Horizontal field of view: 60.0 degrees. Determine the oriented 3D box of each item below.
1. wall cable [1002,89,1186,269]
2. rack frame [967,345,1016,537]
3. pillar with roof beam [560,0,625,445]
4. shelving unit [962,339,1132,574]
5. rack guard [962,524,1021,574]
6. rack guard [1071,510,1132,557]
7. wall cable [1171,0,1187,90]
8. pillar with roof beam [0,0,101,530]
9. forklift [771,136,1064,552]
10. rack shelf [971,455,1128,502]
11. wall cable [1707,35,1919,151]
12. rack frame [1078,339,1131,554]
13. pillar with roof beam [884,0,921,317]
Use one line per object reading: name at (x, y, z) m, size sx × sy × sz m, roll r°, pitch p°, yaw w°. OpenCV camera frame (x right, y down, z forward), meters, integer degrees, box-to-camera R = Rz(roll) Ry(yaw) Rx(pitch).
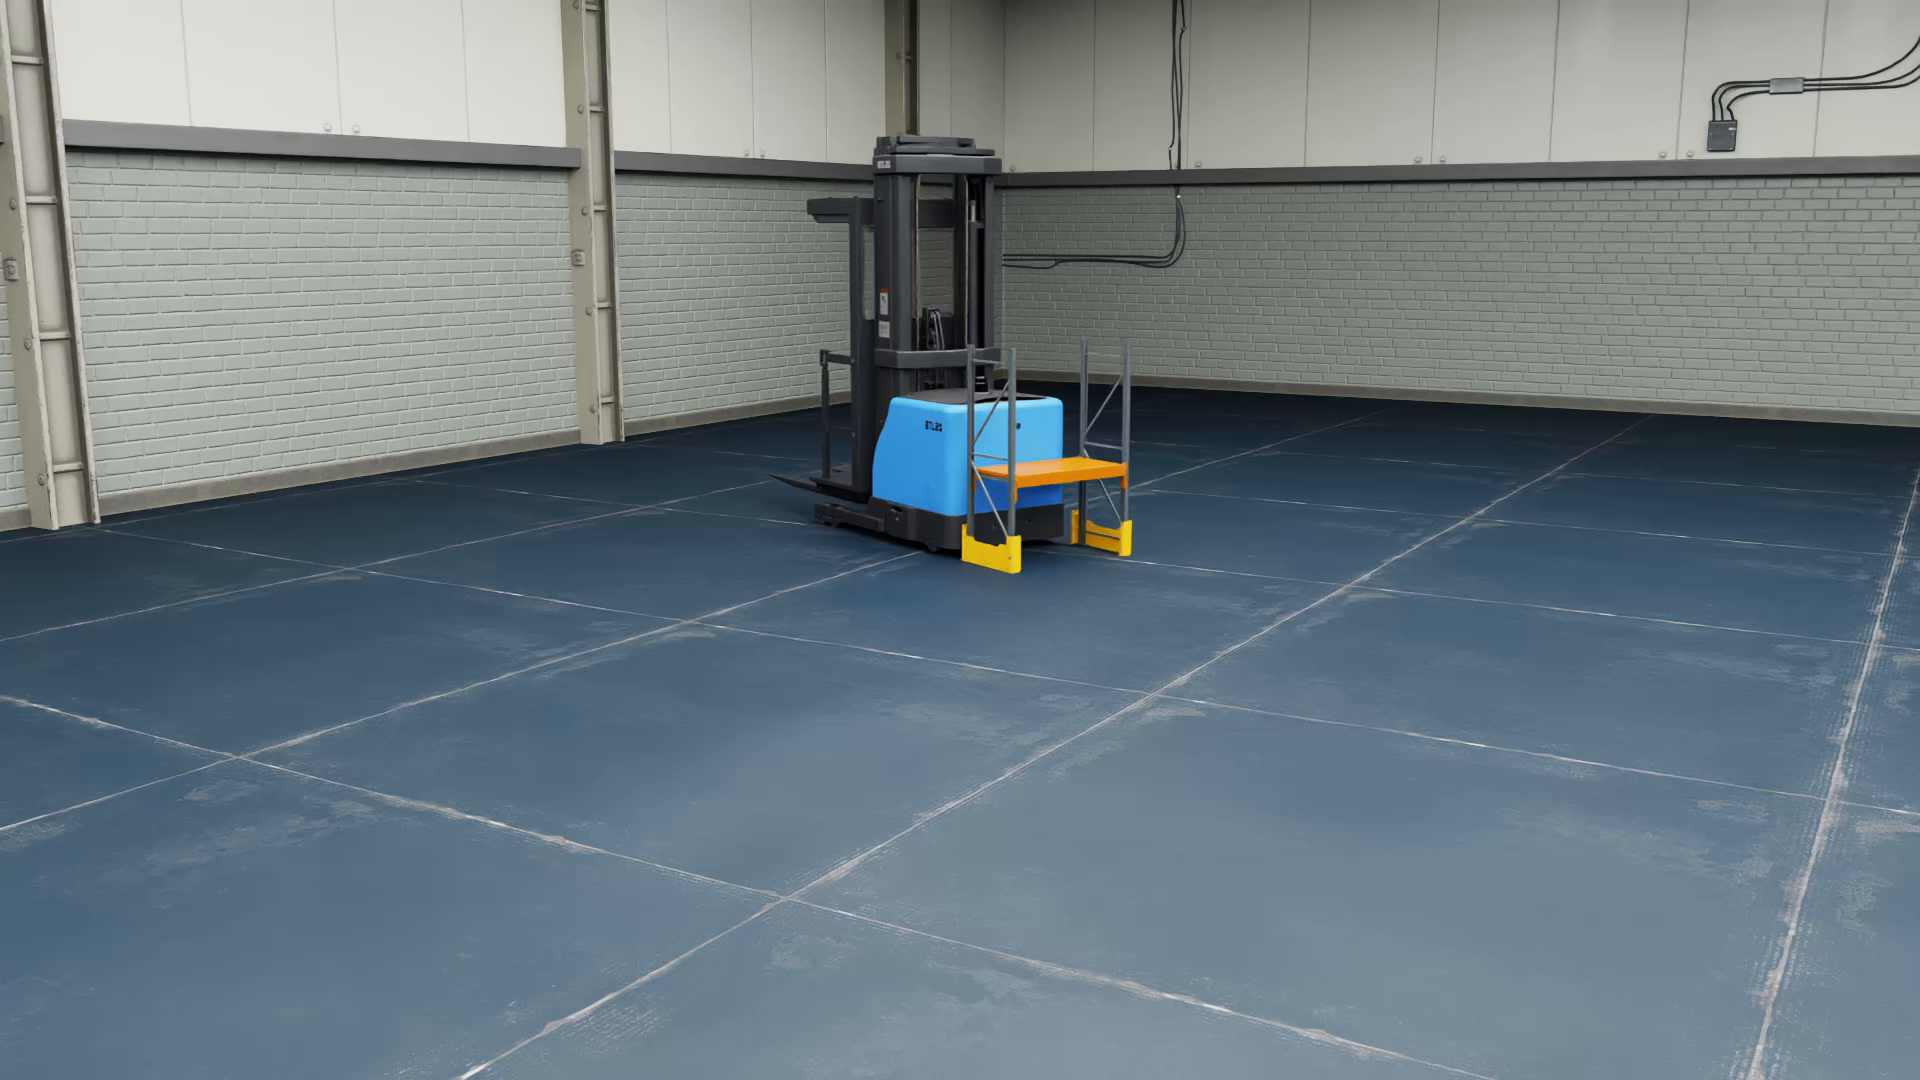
wall cable at (1.885, -5.244, 24.363) m, size 3.097 × 2.526 × 0.112 m, roll 6°, pitch 12°, yaw 31°
rack frame at (0.209, -0.557, 11.269) m, size 0.032 × 1.500 × 0.500 m, roll -8°, pitch 13°, yaw -36°
pillar with roof beam at (-0.211, -5.078, 15.040) m, size 9.100 × 9.000 × 0.400 m, roll 6°, pitch 12°, yaw 31°
shelving unit at (0.611, -0.612, 11.560) m, size 1.083 × 1.500 × 0.587 m, roll -8°, pitch 13°, yaw -36°
rack guard at (0.210, 0.057, 11.385) m, size 0.087 × 0.250 × 0.587 m, roll -8°, pitch 13°, yaw -36°
rack guard at (1.012, -0.052, 11.965) m, size 0.087 × 0.250 × 0.587 m, roll -8°, pitch 13°, yaw -36°
wall cable at (4.197, -7.468, 22.518) m, size 3.097 × 2.526 × 0.112 m, roll 6°, pitch 12°, yaw 31°
pillar with roof beam at (-3.326, -4.135, 10.000) m, size 9.100 × 9.000 × 0.400 m, roll 6°, pitch 12°, yaw 31°
forklift at (-0.483, -1.580, 12.842) m, size 1.130 × 2.935 × 3.031 m, roll -7°, pitch 13°, yaw -34°
rack shelf at (0.618, -0.436, 11.599) m, size 1.000 × 0.185 × 0.538 m, roll -8°, pitch 13°, yaw -36°
wall cable at (9.990, -7.532, 18.907) m, size 2.305 × 6.003 × 0.169 m, roll 6°, pitch 12°, yaw 31°
rack frame at (1.028, -0.668, 11.862) m, size 0.032 × 1.500 × 0.500 m, roll -8°, pitch 13°, yaw -36°
pillar with roof beam at (2.904, -6.022, 20.081) m, size 9.100 × 9.000 × 0.400 m, roll 6°, pitch 12°, yaw 31°
